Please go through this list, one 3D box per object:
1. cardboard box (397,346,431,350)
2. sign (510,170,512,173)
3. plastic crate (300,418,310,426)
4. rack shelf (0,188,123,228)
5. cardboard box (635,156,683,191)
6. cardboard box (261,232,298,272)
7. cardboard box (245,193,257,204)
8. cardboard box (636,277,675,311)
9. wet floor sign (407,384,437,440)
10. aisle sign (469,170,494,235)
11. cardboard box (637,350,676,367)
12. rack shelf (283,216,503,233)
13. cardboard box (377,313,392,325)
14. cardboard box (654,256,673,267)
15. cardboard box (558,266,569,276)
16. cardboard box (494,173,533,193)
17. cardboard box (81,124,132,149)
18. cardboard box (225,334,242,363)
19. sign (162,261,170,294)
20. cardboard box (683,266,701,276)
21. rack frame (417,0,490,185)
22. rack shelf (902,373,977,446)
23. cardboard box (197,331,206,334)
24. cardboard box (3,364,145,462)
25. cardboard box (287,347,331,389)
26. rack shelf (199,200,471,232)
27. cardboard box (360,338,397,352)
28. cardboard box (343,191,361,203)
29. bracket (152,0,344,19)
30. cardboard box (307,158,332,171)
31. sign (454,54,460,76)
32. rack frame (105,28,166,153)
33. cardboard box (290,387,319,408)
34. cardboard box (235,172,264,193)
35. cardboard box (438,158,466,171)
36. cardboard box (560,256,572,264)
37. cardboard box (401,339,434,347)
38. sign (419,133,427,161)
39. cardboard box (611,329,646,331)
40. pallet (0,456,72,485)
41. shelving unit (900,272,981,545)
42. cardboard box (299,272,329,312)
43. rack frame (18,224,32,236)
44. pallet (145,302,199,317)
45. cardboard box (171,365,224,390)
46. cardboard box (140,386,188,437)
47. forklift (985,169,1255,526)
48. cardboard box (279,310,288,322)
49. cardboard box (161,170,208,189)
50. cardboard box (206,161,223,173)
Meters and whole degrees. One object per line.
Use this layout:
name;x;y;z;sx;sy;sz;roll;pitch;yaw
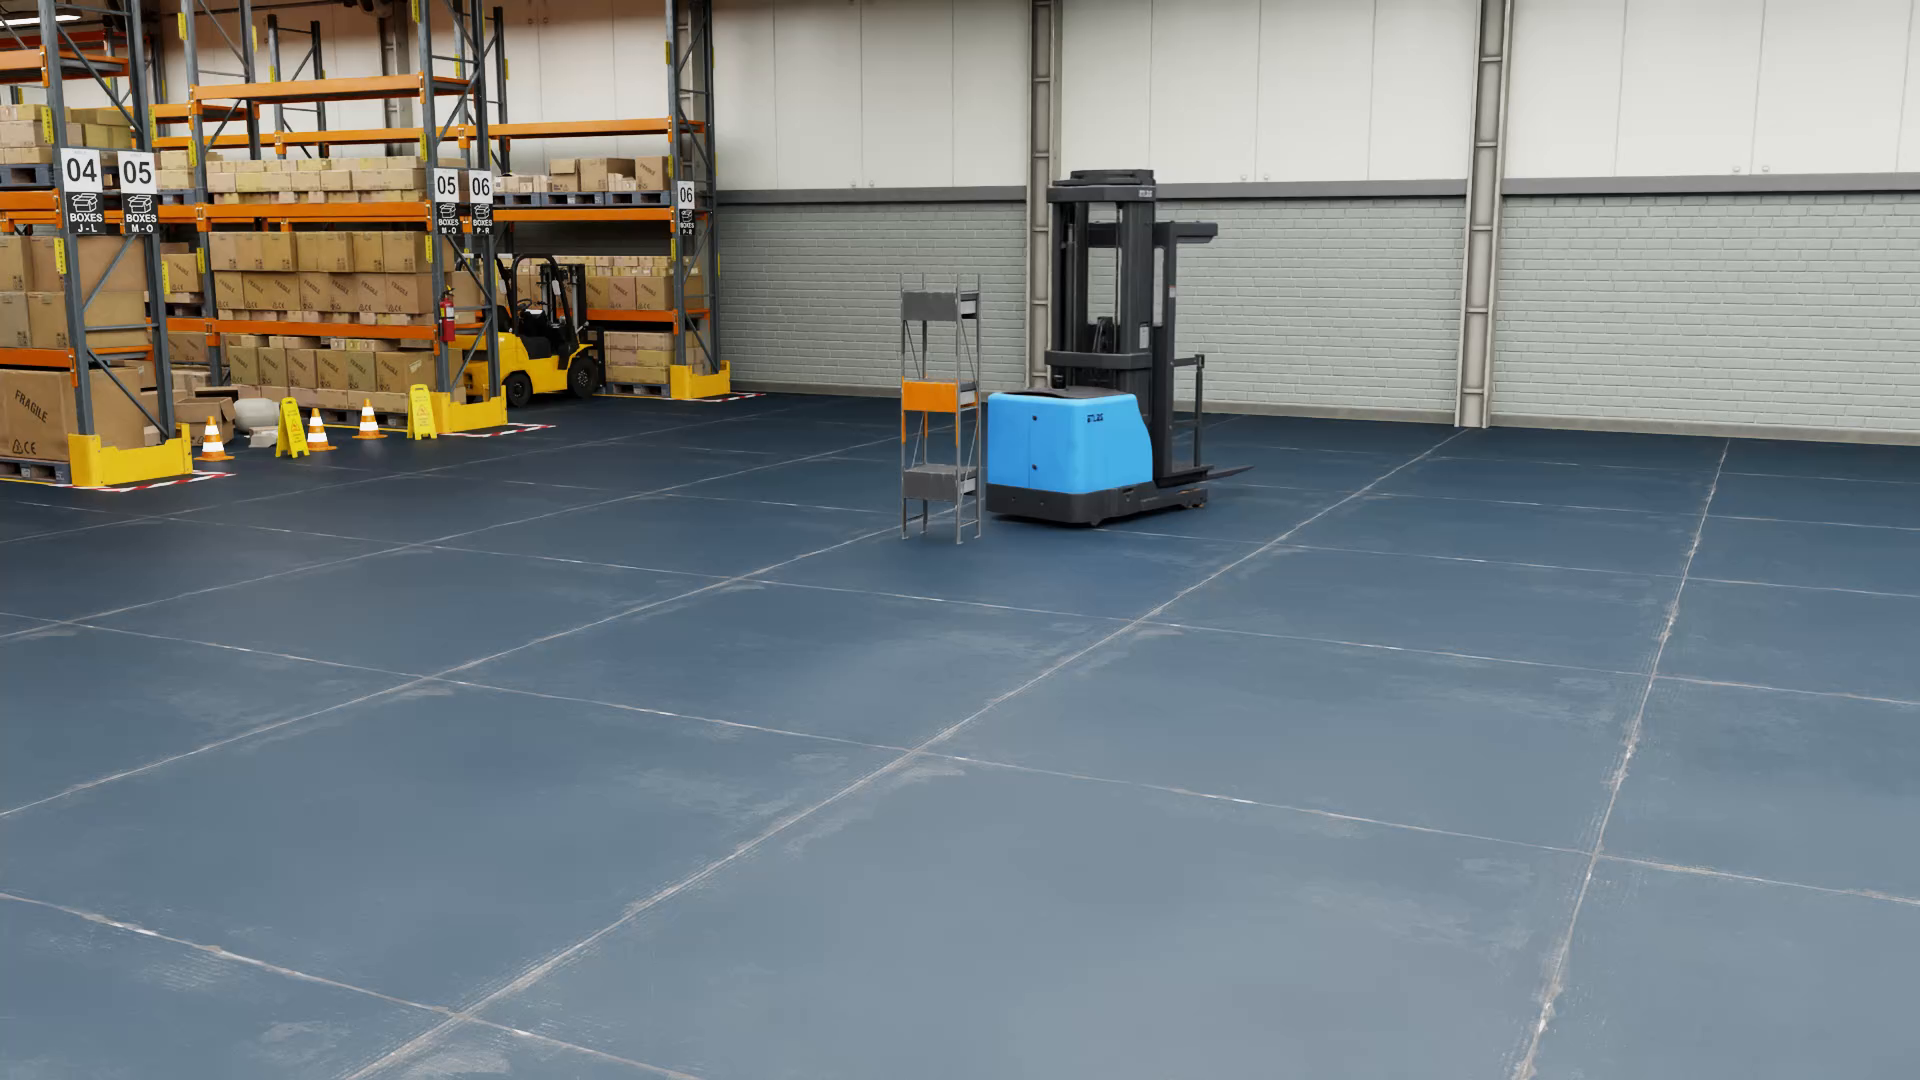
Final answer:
cardboard box;-7.265;-2.261;21.736;0.500;0.500;0.500;5;11;24
sign;-7.321;-5.855;27.060;0.005;0.325;0.100;5;11;26
plastic crate;-8.713;-1.512;21.361;0.583;0.080;0.402;1;10;6
rack shelf;-10.064;-3.369;17.022;4.000;0.370;1.077;5;11;26
cardboard box;-4.483;-5.458;24.804;0.500;0.500;0.500;5;12;28
cardboard box;-8.573;-3.734;21.516;0.500;0.500;0.700;5;11;25
cardboard box;-9.106;-4.461;21.737;0.250;0.149;0.380;5;11;26
cardboard box;-4.536;-3.727;25.122;0.500;0.500;0.500;5;11;25
wet floor sign;-6.474;-1.544;19.949;0.267;0.644;0.232;-10;14;-43
aisle sign;-5.978;-4.212;20.781;0.004;0.787;0.394;5;11;26
cardboard box;-4.553;-2.769;25.247;0.500;0.250;0.500;5;11;25
rack shelf;-9.359;-5.276;27.558;4.000;0.370;1.077;5;11;26
cardboard box;-7.098;-2.786;20.906;0.250;0.149;0.380;5;11;25
cardboard box;-4.393;-4.191;25.025;0.250;0.149;0.380;5;11;26
cardboard box;-6.018;-4.173;25.761;0.250;0.149;0.380;5;11;25
cardboard box;-6.927;-5.580;26.007;0.500;0.311;0.500;5;12;27
cardboard box;-8.590;-3.973;16.464;0.500;0.250;0.500;5;11;26
cardboard box;-12.542;-3.369;29.264;0.500;0.500;0.500;6;12;28
sign;-8.020;-2.643;16.757;0.005;0.325;0.100;5;11;26
cardboard box;-4.168;-4.118;25.458;0.250;0.149;0.380;5;11;24
rack frame;-6.171;-5.840;20.232;0.127;3.000;1.000;5;11;26
rack shelf;-0.148;-1.033;13.118;0.480;0.518;0.431;5;11;26
cardboard box;-13.337;-3.759;29.596;0.250;0.149;0.380;5;12;28
cardboard box;-8.908;-1.294;16.743;0.875;0.875;0.875;5;11;26
cardboard box;-8.399;-2.255;21.704;0.500;0.500;0.500;6;12;29
rack shelf;-7.965;-4.168;21.434;4.000;0.370;1.077;5;11;26
cardboard box;-7.364;-2.470;21.069;0.250;0.149;0.380;5;12;27
cardboard box;-7.518;-4.308;20.891;0.250;0.149;0.380;5;11;25
bracket;-12.424;-9.255;28.994;4.783;0.066;0.076;5;11;26
cardboard box;-7.995;-4.728;20.975;0.250;0.149;0.380;5;12;27
sign;-7.795;-7.360;25.781;0.005;0.325;0.100;5;11;26
rack frame;-14.740;-7.579;29.839;0.127;3.000;1.000;5;11;26
cardboard box;-8.388;-1.886;21.769;0.500;0.250;0.500;5;11;25
cardboard box;-9.018;-4.635;21.578;0.500;0.250;0.500;5;11;25
cardboard box;-6.400;-4.694;20.785;0.250;0.149;0.380;5;11;25
cardboard box;-5.989;-4.333;25.812;0.250;0.149;0.380;5;11;26
cardboard box;-8.731;-3.136;27.626;0.625;0.625;0.875;5;11;25
sign;-6.435;-4.713;19.939;0.005;0.325;0.100;5;11;26
cardboard box;-5.219;-3.175;26.085;0.500;0.250;0.500;5;11;25
pallet;-9.022;-0.768;16.882;1.213;0.211;1.003;5;11;26
shelving unit;-0.148;-1.046;13.115;0.503;2.100;0.431;5;11;26
cardboard box;-8.120;-3.206;21.405;0.500;0.500;0.500;5;11;26
rack frame;-18.327;-4.942;32.115;0.127;3.000;1.000;5;11;26
pallet;-11.552;-3.275;23.441;1.213;0.211;1.003;5;11;26
cardboard box;-10.876;-2.214;23.241;0.625;0.372;0.950;6;12;29
cardboard box;-9.709;-1.533;19.907;0.503;0.637;0.797;5;11;26
forklift;1.568;-1.765;14.754;1.130;2.935;3.031;9;14;41
cardboard box;-8.657;-2.935;21.730;0.250;0.149;0.380;5;11;26
cardboard box;-10.346;-4.835;22.343;0.500;0.250;0.500;5;11;25
cardboard box;-9.620;-4.871;21.767;0.250;0.149;0.380;5;11;25
